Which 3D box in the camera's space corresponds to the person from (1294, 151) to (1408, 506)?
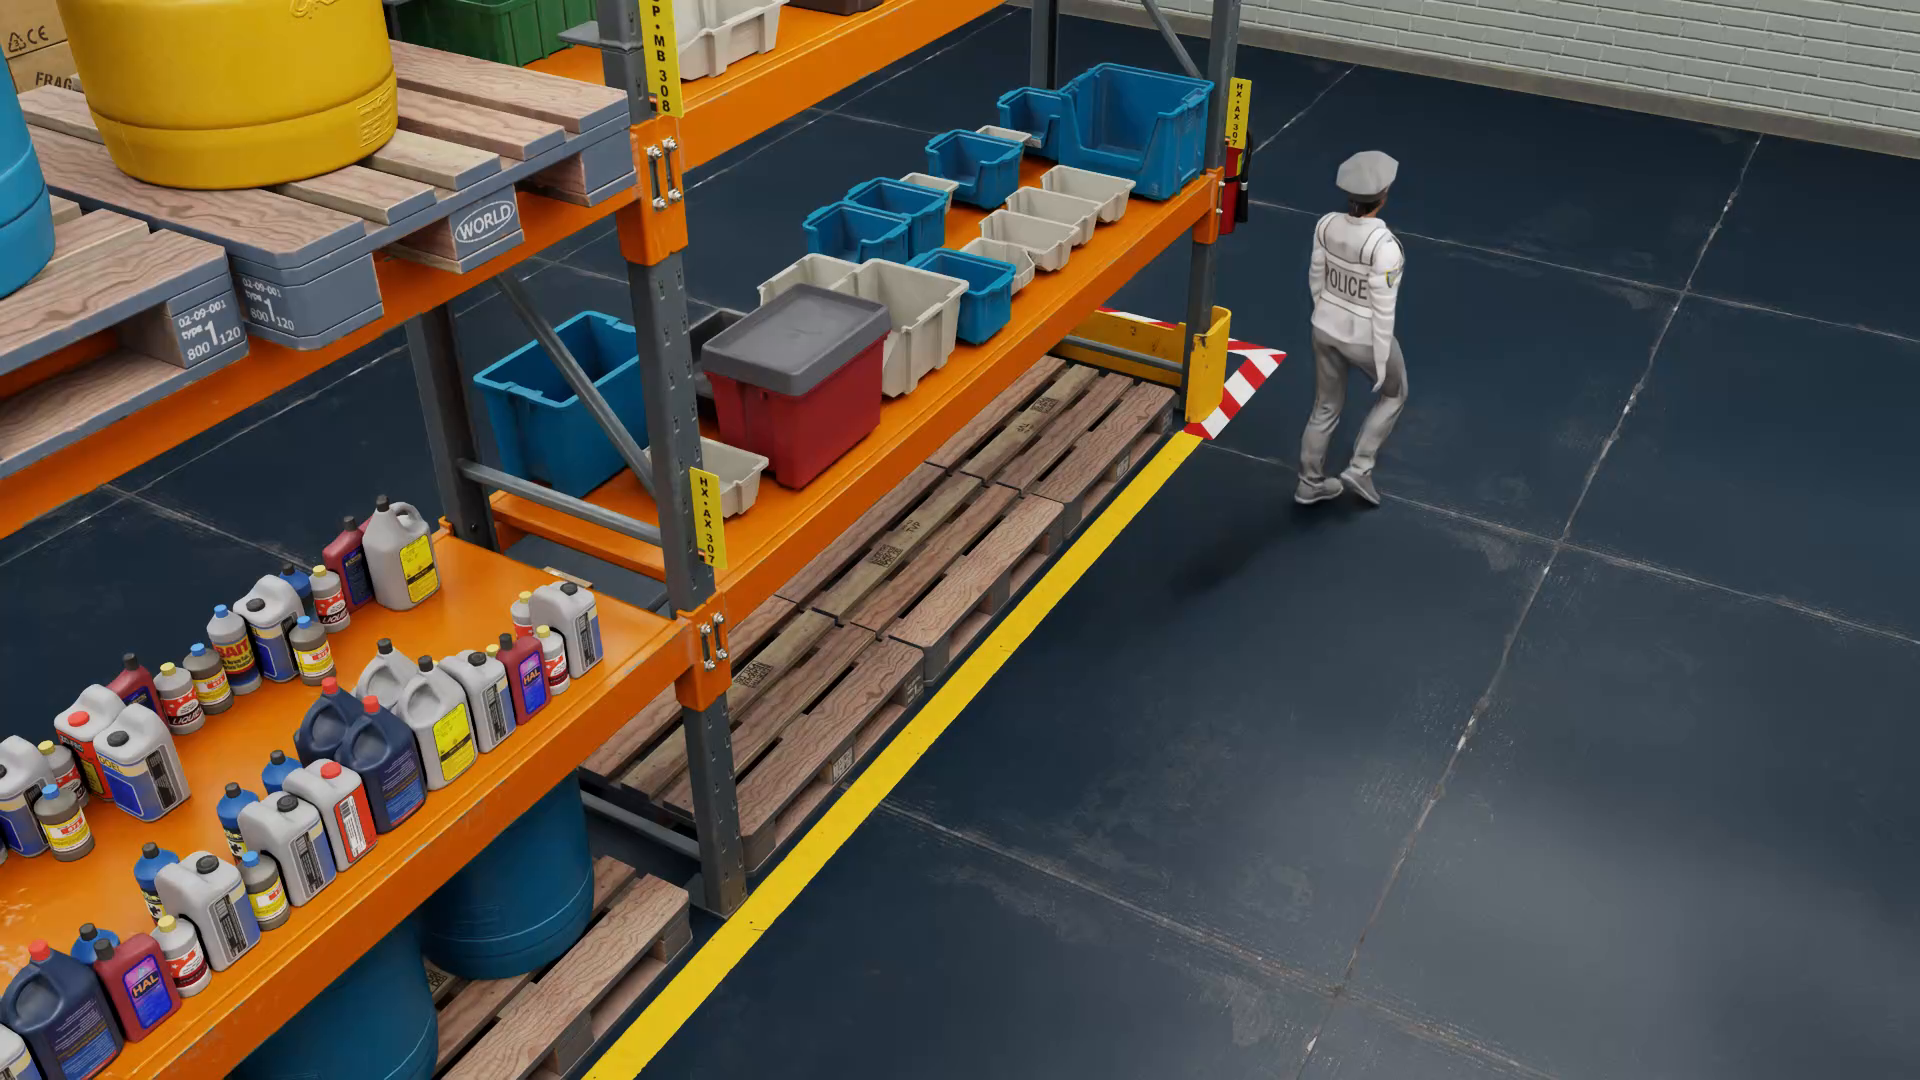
[{"bbox_3d":[1.769,-0.914,7.447,0.483,1.728,0.514,-26,42,-32],"label":"person"}]
